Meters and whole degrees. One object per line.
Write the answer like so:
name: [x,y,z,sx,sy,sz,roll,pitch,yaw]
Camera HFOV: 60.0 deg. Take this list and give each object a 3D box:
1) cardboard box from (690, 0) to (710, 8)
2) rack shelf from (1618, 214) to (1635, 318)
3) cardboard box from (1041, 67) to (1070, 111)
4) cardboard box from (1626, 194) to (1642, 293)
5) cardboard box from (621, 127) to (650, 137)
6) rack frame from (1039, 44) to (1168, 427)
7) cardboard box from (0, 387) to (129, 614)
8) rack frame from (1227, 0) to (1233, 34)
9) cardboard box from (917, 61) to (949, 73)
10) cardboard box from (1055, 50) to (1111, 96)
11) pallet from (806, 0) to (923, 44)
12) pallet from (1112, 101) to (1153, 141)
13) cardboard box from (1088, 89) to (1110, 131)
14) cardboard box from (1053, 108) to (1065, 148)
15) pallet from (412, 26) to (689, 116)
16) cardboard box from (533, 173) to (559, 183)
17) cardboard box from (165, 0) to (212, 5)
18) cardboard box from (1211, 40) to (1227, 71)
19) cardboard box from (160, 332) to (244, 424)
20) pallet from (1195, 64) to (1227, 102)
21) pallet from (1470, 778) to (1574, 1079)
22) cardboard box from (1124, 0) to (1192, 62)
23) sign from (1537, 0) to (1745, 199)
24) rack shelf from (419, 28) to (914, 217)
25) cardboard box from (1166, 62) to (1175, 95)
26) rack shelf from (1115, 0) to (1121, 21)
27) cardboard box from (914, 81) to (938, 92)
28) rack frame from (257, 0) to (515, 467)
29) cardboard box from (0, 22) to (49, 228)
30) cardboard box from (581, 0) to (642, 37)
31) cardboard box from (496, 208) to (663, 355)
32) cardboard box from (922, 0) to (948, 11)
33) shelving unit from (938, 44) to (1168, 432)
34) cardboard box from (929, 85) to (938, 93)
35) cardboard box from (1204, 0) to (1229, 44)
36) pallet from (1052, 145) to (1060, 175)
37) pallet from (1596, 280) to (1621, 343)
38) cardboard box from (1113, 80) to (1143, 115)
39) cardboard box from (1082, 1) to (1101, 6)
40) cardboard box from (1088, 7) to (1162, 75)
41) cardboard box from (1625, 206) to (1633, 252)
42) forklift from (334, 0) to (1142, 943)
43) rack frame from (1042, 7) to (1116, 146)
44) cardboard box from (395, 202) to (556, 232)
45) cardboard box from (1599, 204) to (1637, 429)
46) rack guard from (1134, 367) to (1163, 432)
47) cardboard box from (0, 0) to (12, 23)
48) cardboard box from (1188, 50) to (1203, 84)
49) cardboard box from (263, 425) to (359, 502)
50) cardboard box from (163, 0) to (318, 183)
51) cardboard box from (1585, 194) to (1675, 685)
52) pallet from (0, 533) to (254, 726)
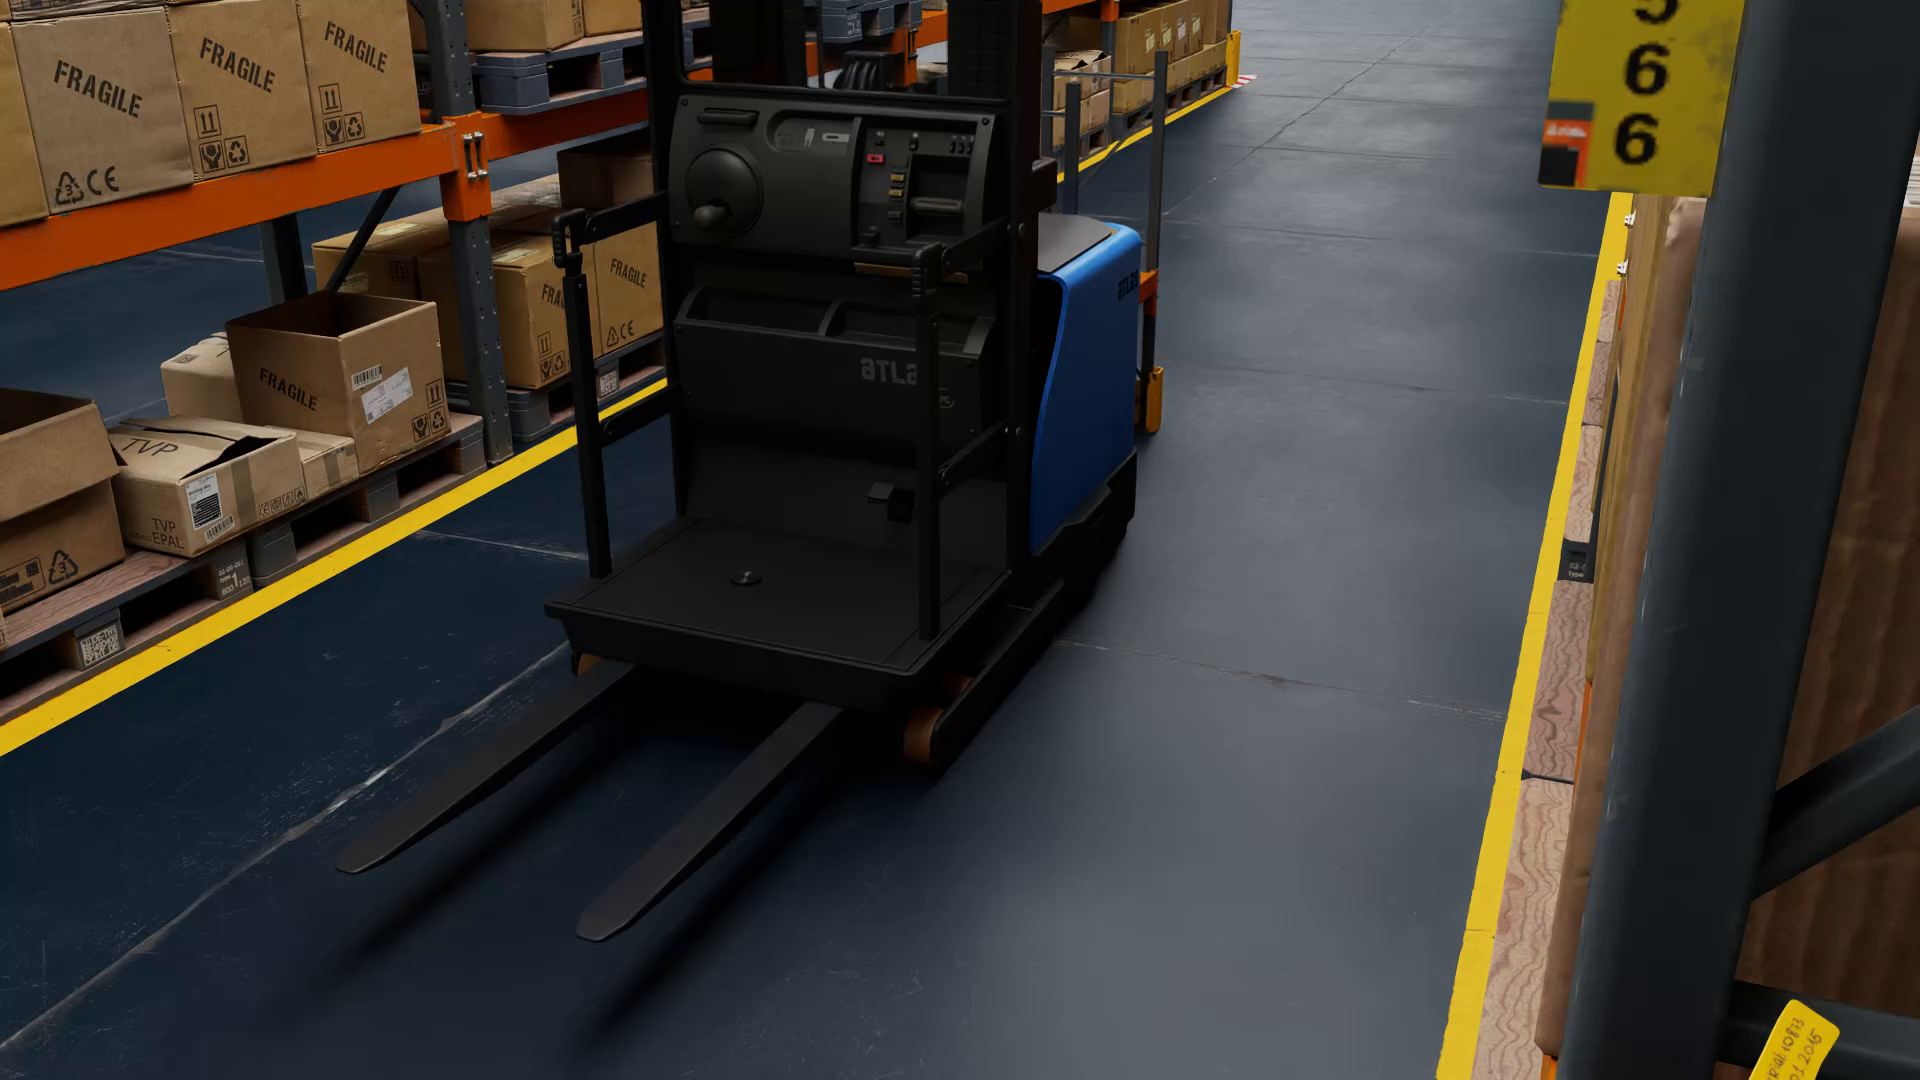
cardboard box: [-1.397,-2.890,8.103,0.700,0.500,0.500,14,26,30]
rack shelf: [3.107,-1.436,6.230,1.077,0.370,4.000,9,24,20]
cardboard box: [0.475,-3.256,11.947,0.500,0.311,0.500,9,24,20]
cardboard box: [1.871,-0.739,3.237,0.980,0.700,0.700,8,24,19]
cardboard box: [-1.274,-1.832,7.942,0.500,0.250,0.500,8,24,19]
rack frame: [0.555,-1.199,6.675,0.500,1.500,0.032,9,24,21]
cardboard box: [-2.930,-0.138,4.857,0.797,0.503,0.637,9,24,20]
rack frame: [2.220,-6.055,16.353,1.000,3.000,0.127,9,24,20]
cardboard box: [-0.032,-3.331,12.128,0.500,0.311,0.500,8,24,18]
cardboard box: [0.850,-3.621,12.822,0.500,0.311,0.500,9,24,20]
pallet: [-0.938,-2.851,8.932,1.213,0.211,1.003,9,24,20]
pallet: [1.069,-3.615,14.131,1.003,0.211,1.213,9,24,20]
cardboard box: [0.850,-3.358,12.921,0.500,0.250,0.500,9,24,20]
cardboard box: [0.471,-2.994,12.049,0.500,0.250,0.500,9,24,21]
pallet: [-1.839,-1.942,6.757,1.003,0.211,1.213,9,24,20]
cardboard box: [-1.755,-1.565,8.277,0.500,0.500,0.500,8,24,18]
cardboard box: [-2.372,-1.866,4.899,0.500,0.500,0.500,8,24,19]
cardboard box: [2.296,-4.745,16.241,0.500,0.250,0.500,9,24,20]
cardboard box: [-2.594,-0.603,6.220,0.500,0.311,0.500,9,24,20]
pallet: [1.975,-4.488,16.221,1.003,0.211,1.213,9,24,20]
pallet: [1.557,0.933,3.242,1.003,0.211,1.213,9,24,20]
cardboard box: [1.753,-4.552,14.806,0.500,0.500,0.500,9,24,20]
sign: [0.379,-0.347,0.880,0.100,0.325,0.005,9,24,20]
rack shelf: [-1.494,-2.144,7.925,1.077,0.370,4.000,9,24,20]
cardboard box: [1.569,-4.027,14.522,0.500,0.250,0.500,9,24,20]
rack shelf: [1.478,-5.007,14.778,1.077,0.370,4.000,9,24,20]
cardboard box: [-0.408,-2.965,11.252,0.500,0.311,0.500,9,24,20]
rack frame: [-2.237,-1.760,6.072,1.000,3.000,0.127,9,24,20]
cardboard box: [-2.750,-1.039,4.217,0.500,0.500,0.500,9,24,21]
cardboard box: [-1.657,-2.393,6.912,0.700,0.500,0.500,13,26,28]
cardboard box: [-1.643,-1.141,7.261,0.500,0.500,0.500,9,24,21]
cardboard box: [-0.239,-3.443,10.216,0.500,0.311,0.500,8,24,19]
shelving unit: [0.354,-1.015,6.234,0.587,1.500,1.083,9,24,21]
cardboard box: [0.095,-2.892,11.077,0.500,0.311,0.500,8,24,19]
cardboard box: [2.298,-5.091,16.096,0.500,0.500,0.500,9,24,20]
pallet: [0.046,-2.629,11.770,1.003,0.211,1.213,9,24,20]
pallet: [3.487,-0.926,7.692,1.003,0.211,1.213,9,24,20]
cardboard box: [1.188,-3.671,13.669,0.500,0.250,0.500,9,24,20]
cardboard box: [1.083,-4.448,14.557,0.500,0.500,0.500,9,24,20]
cardboard box: [1.376,-4.195,13.952,0.500,0.500,0.500,9,24,20]
cardboard box: [3.455,-1.441,7.553,0.750,0.750,0.750,8,24,19]
forklift: [-0.431,-0.943,4.204,1.130,2.935,3.031,9,24,21]
rack frame: [0.735,-4.623,12.926,1.000,3.000,0.127,9,24,20]
cardboard box: [-2.128,-1.203,7.411,0.500,0.500,0.500,9,24,20]
cardboard box: [2.812,-0.824,6.075,0.750,0.750,0.750,10,24,22]
rack guard: [0.547,-0.615,6.899,0.587,0.250,0.087,9,24,21]
cardboard box: [-2.748,-1.506,4.036,0.500,0.500,0.500,9,24,20]
cardboard box: [1.937,-4.385,15.380,0.500,0.250,0.500,9,24,20]
cardboard box: [-2.269,-0.261,5.610,0.380,0.149,0.250,9,24,20]
cardboard box: [-2.375,-1.406,5.095,0.500,0.500,0.500,9,24,22]
cardboard box: [1.318,-0.205,1.961,0.980,0.700,0.700,9,24,20]
pallet: [-2.945,0.210,4.973,1.003,0.211,1.213,9,24,20]
